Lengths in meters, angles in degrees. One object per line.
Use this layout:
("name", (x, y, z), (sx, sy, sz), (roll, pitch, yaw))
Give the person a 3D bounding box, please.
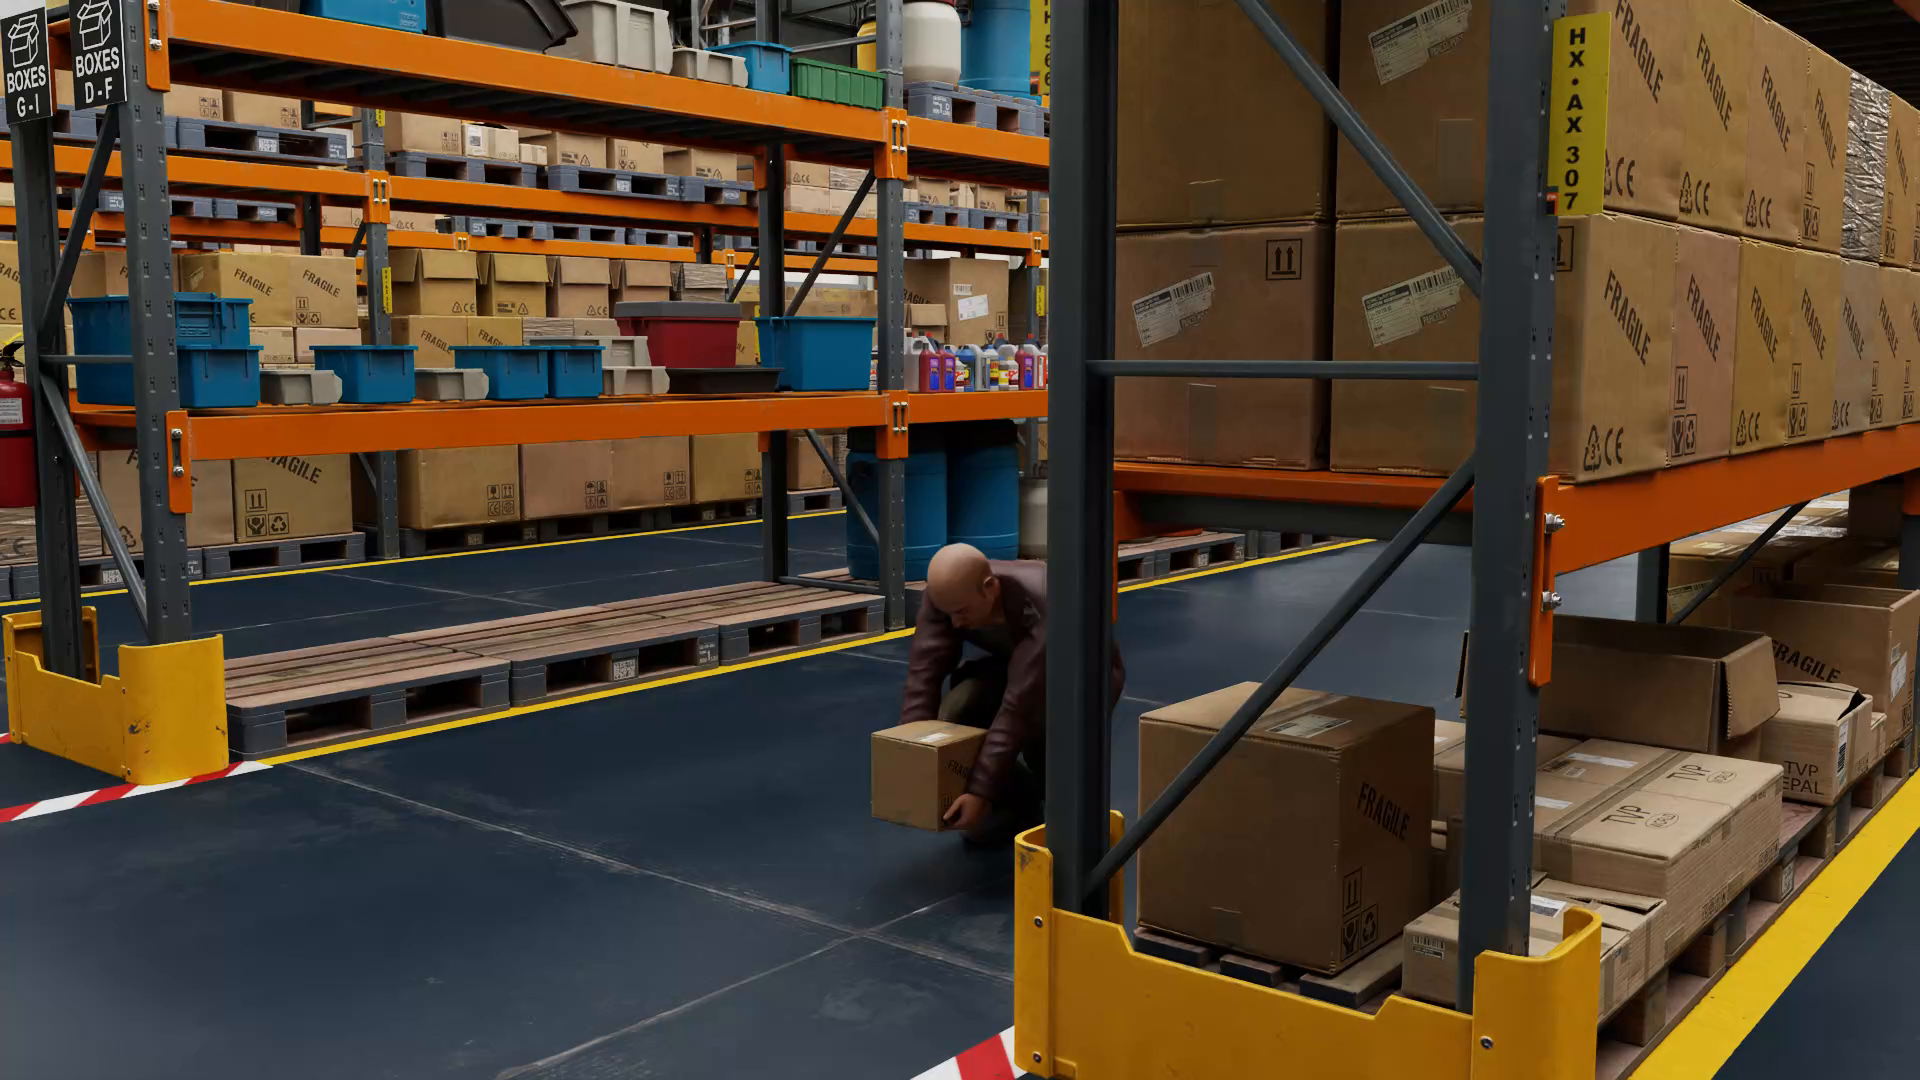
("person", (0.146, 0.487, 5.079), (0.580, 0.975, 0.948), (5, 8, 37))
